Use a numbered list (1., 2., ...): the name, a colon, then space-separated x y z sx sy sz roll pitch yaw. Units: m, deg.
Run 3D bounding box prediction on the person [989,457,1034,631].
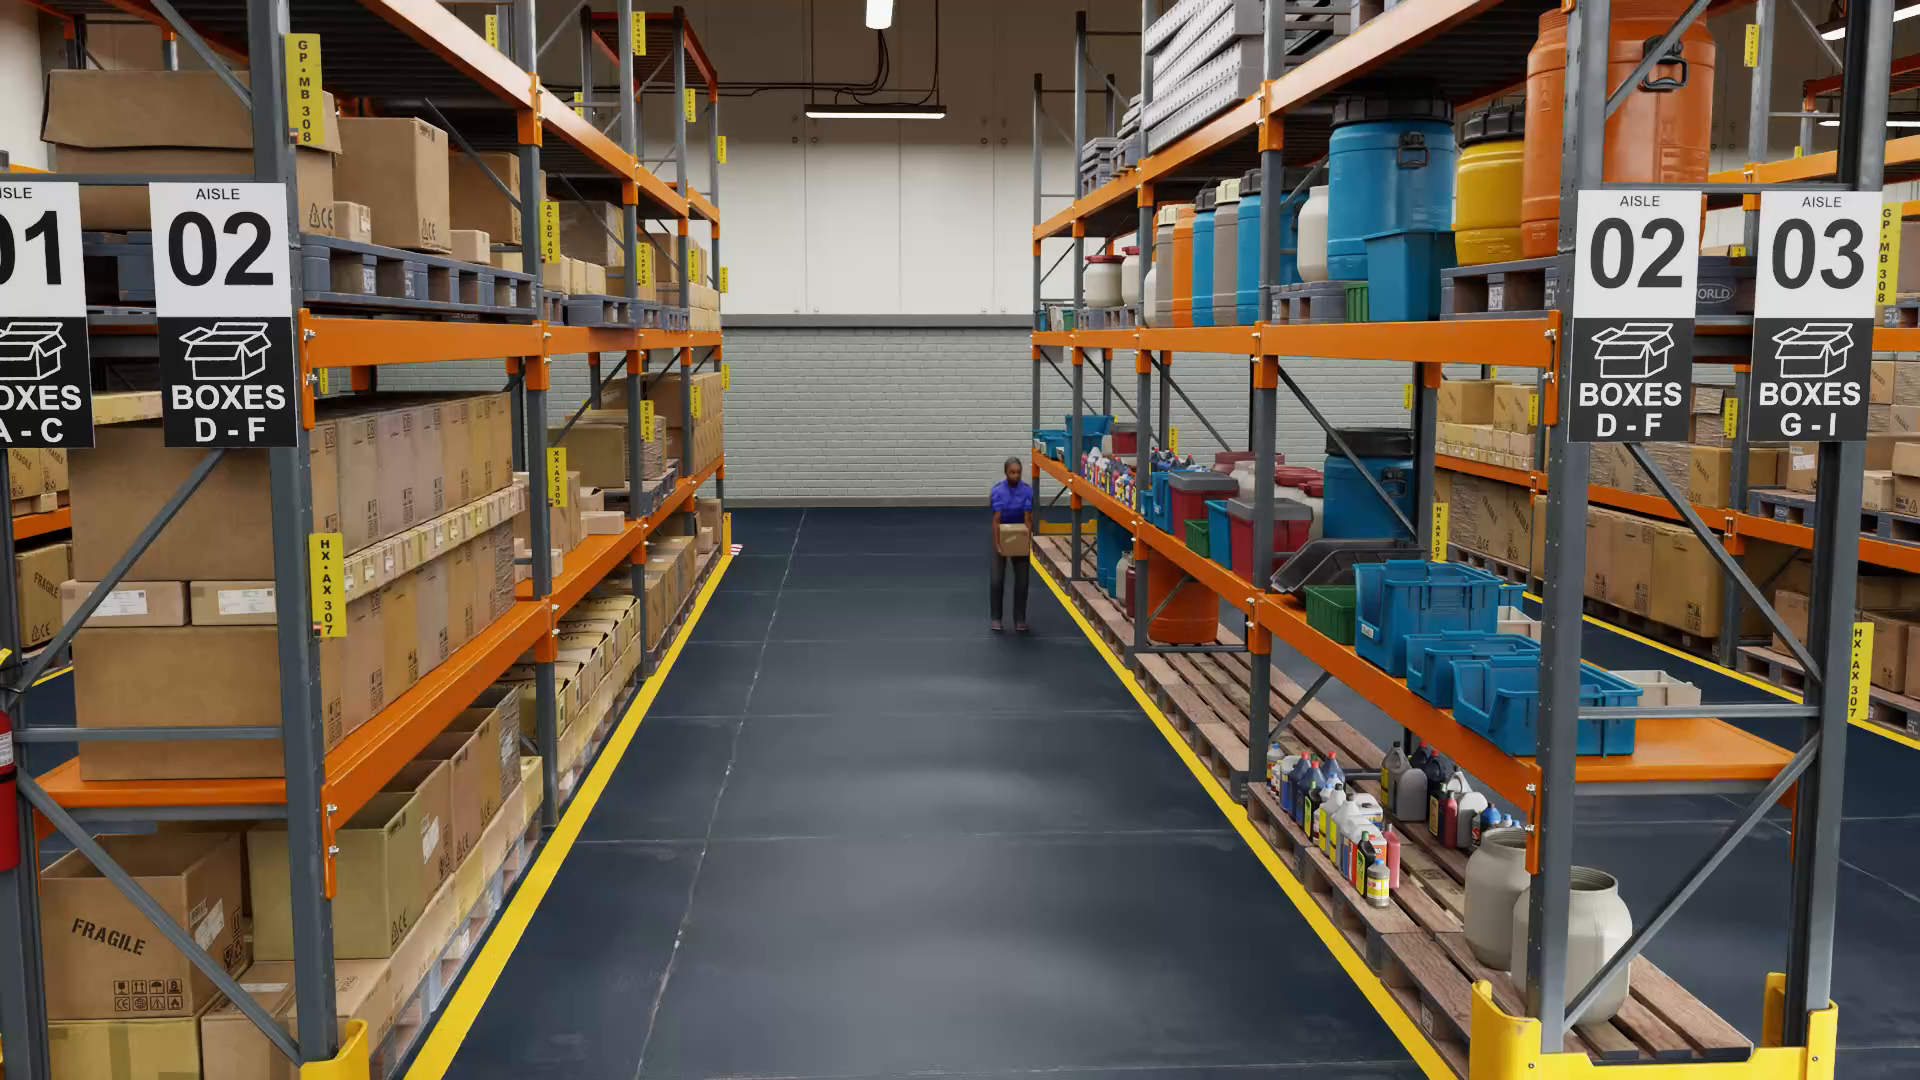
1. person: 0.487 0.037 15.599 0.410 1.637 0.534 -1 7 -5
